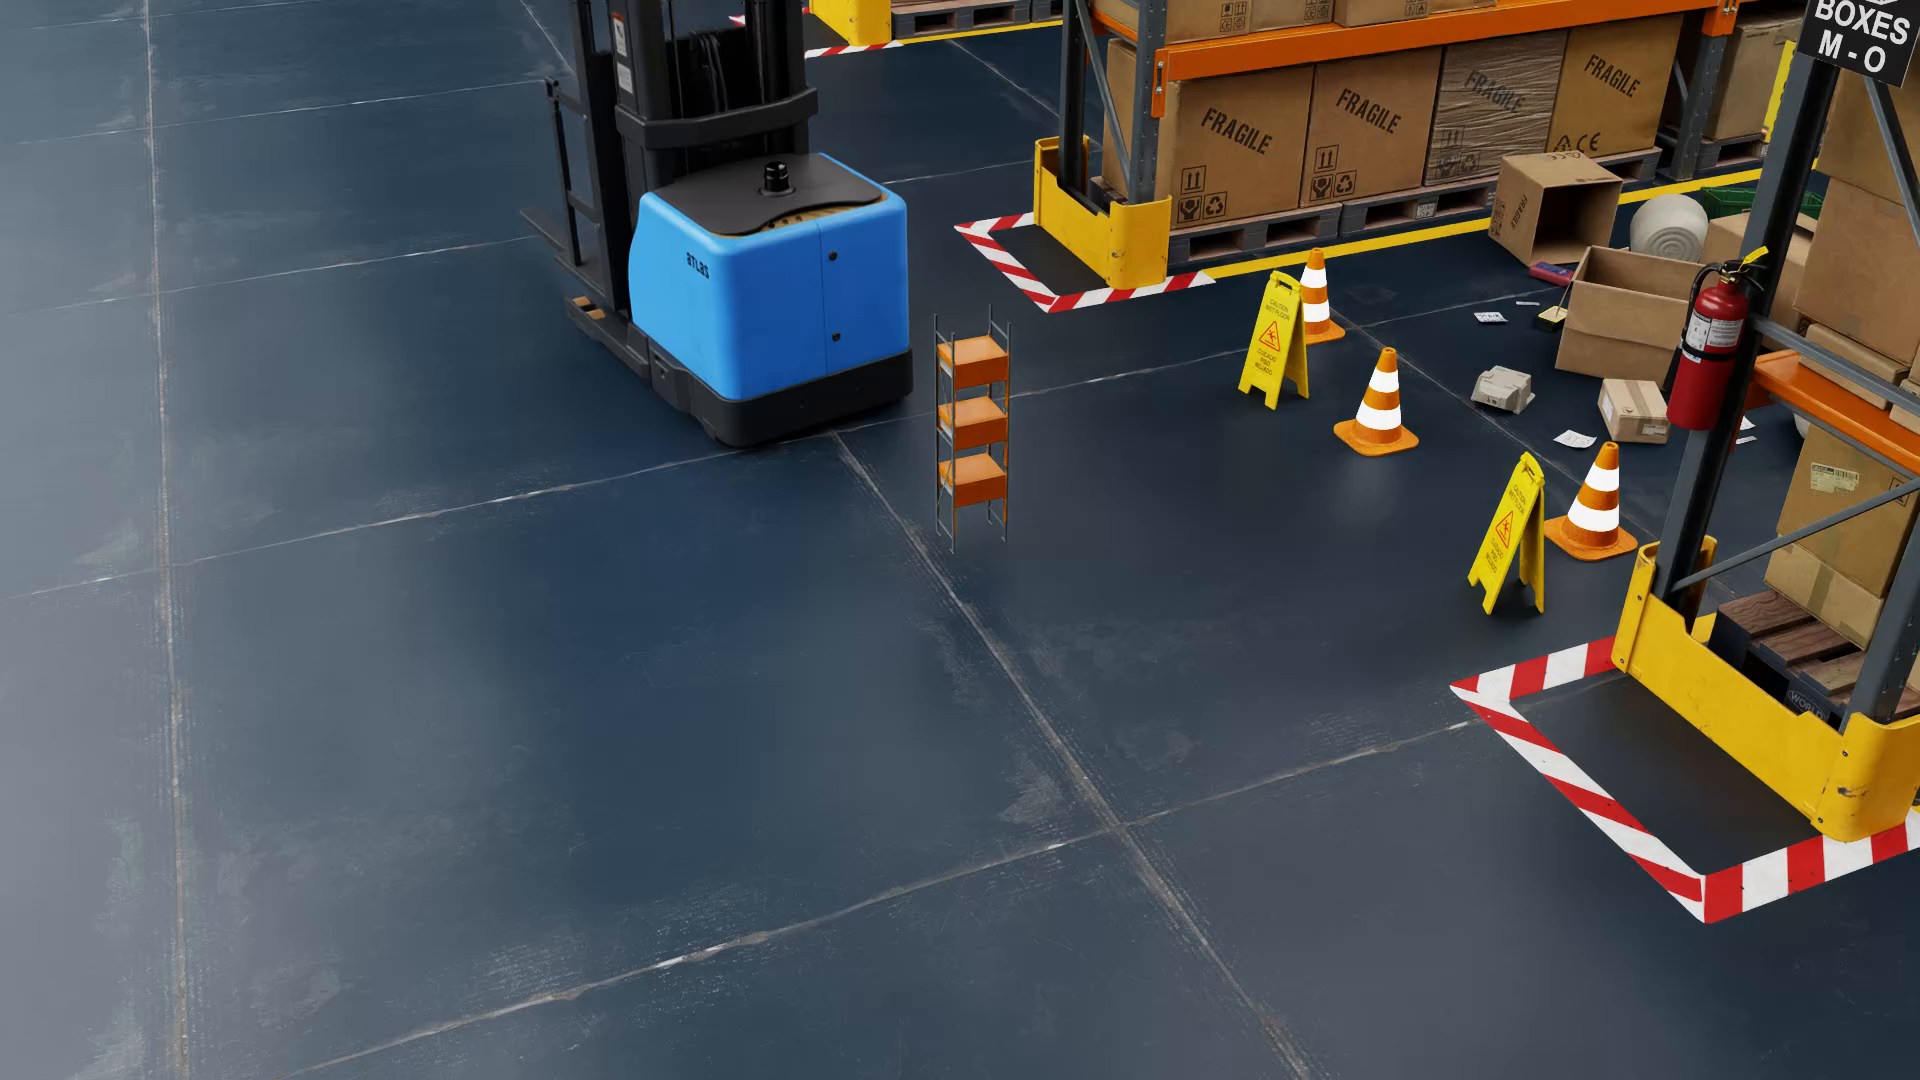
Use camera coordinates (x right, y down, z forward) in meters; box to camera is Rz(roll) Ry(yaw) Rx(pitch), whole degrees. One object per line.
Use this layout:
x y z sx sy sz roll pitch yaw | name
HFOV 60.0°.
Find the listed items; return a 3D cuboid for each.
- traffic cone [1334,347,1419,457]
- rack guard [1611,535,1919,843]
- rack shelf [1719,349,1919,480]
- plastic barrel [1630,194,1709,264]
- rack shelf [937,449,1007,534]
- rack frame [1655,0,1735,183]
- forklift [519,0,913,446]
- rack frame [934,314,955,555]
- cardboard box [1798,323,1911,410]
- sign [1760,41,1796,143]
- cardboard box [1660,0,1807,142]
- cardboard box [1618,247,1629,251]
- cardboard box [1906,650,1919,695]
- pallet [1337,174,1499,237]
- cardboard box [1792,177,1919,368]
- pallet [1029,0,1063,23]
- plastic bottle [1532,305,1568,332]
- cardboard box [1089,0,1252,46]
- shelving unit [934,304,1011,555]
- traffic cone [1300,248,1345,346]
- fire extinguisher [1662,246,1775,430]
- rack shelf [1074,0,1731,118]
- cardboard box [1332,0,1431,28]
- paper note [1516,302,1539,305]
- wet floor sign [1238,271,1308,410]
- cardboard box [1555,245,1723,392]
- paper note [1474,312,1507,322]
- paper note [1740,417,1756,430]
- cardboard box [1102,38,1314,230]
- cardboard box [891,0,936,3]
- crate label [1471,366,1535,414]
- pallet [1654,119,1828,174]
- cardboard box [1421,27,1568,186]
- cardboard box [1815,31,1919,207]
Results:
2.003 -0.692 7.889 0.334 0.463 0.336 -13 35 -19 | traffic cone
2.920 0.502 6.020 0.348 0.500 1.175 -13 35 -19 | rack guard
4.694 -0.650 6.158 4.000 0.370 1.077 -13 35 -19 | rack shelf
4.076 -1.751 9.553 0.421 0.421 0.512 10 34 14 | plastic barrel
0.049 -0.210 7.138 0.240 0.259 0.215 -13 35 -19 | rack shelf
4.528 -3.842 10.404 0.127 3.000 1.000 -13 35 -19 | rack frame
-1.481 -2.425 8.290 1.130 2.935 3.031 -21 38 -28 | forklift
-0.063 -0.426 6.941 0.008 1.050 0.200 -13 35 -19 | rack frame
3.112 -0.611 5.668 0.250 0.149 0.380 -12 35 -17 | cardboard box
2.653 -1.430 5.347 0.005 0.325 0.100 -13 35 -19 | sign
5.066 -3.251 11.174 0.750 0.750 1.050 -13 35 -19 | cardboard box
3.656 -1.407 9.168 0.258 0.266 0.396 -7 34 -11 | cardboard box
3.700 0.416 5.997 0.500 0.250 0.500 -13 35 -19 | cardboard box
2.670 -2.292 10.579 1.213 0.211 1.003 -13 35 -19 | pallet
3.243 -0.949 5.594 0.500 0.500 0.500 -14 35 -20 | cardboard box
0.969 -4.769 14.386 1.213 0.211 1.003 -13 35 -19 | pallet
3.252 -1.217 9.064 0.283 0.061 0.133 -27 42 -35 | plastic bottle
1.165 -3.161 9.220 0.550 0.550 0.875 -13 35 -19 | cardboard box
0.049 -0.451 6.981 0.252 1.050 0.215 -13 35 -19 | shelving unit
1.880 -1.332 8.873 0.334 0.463 0.336 -13 35 -19 | traffic cone
2.566 -0.705 5.653 0.183 0.674 0.296 -13 35 -19 | fire extinguisher
2.684 -3.118 9.951 4.000 0.370 1.077 -13 35 -19 | rack shelf
2.228 -3.343 9.500 0.550 0.550 0.875 -13 35 -19 | cardboard box
3.165 -1.318 9.267 0.123 0.001 0.032 4 33 6 | paper note
1.580 -1.009 8.208 0.232 0.644 0.267 -19 38 -27 | wet floor sign
3.489 -1.127 8.521 0.797 0.503 0.637 16 36 23 | cardboard box
2.905 -1.220 9.099 0.142 0.017 0.144 -2 33 -2 | paper note
3.792 -0.585 8.131 0.142 0.019 0.148 -2 33 -2 | paper note
1.440 -2.459 9.842 0.875 0.875 0.875 -13 35 -19 | cardboard box
-0.405 -4.764 13.729 0.500 0.500 0.500 -7 34 -10 | cardboard box
2.704 -0.753 8.281 0.250 0.136 0.298 23 39 30 | crate label
5.211 -2.874 11.473 1.213 0.211 1.003 -13 35 -19 | pallet
3.092 -2.837 10.423 0.875 0.875 0.875 -13 35 -19 | cardboard box
3.236 -1.333 5.267 0.500 0.500 0.700 -14 35 -20 | cardboard box
